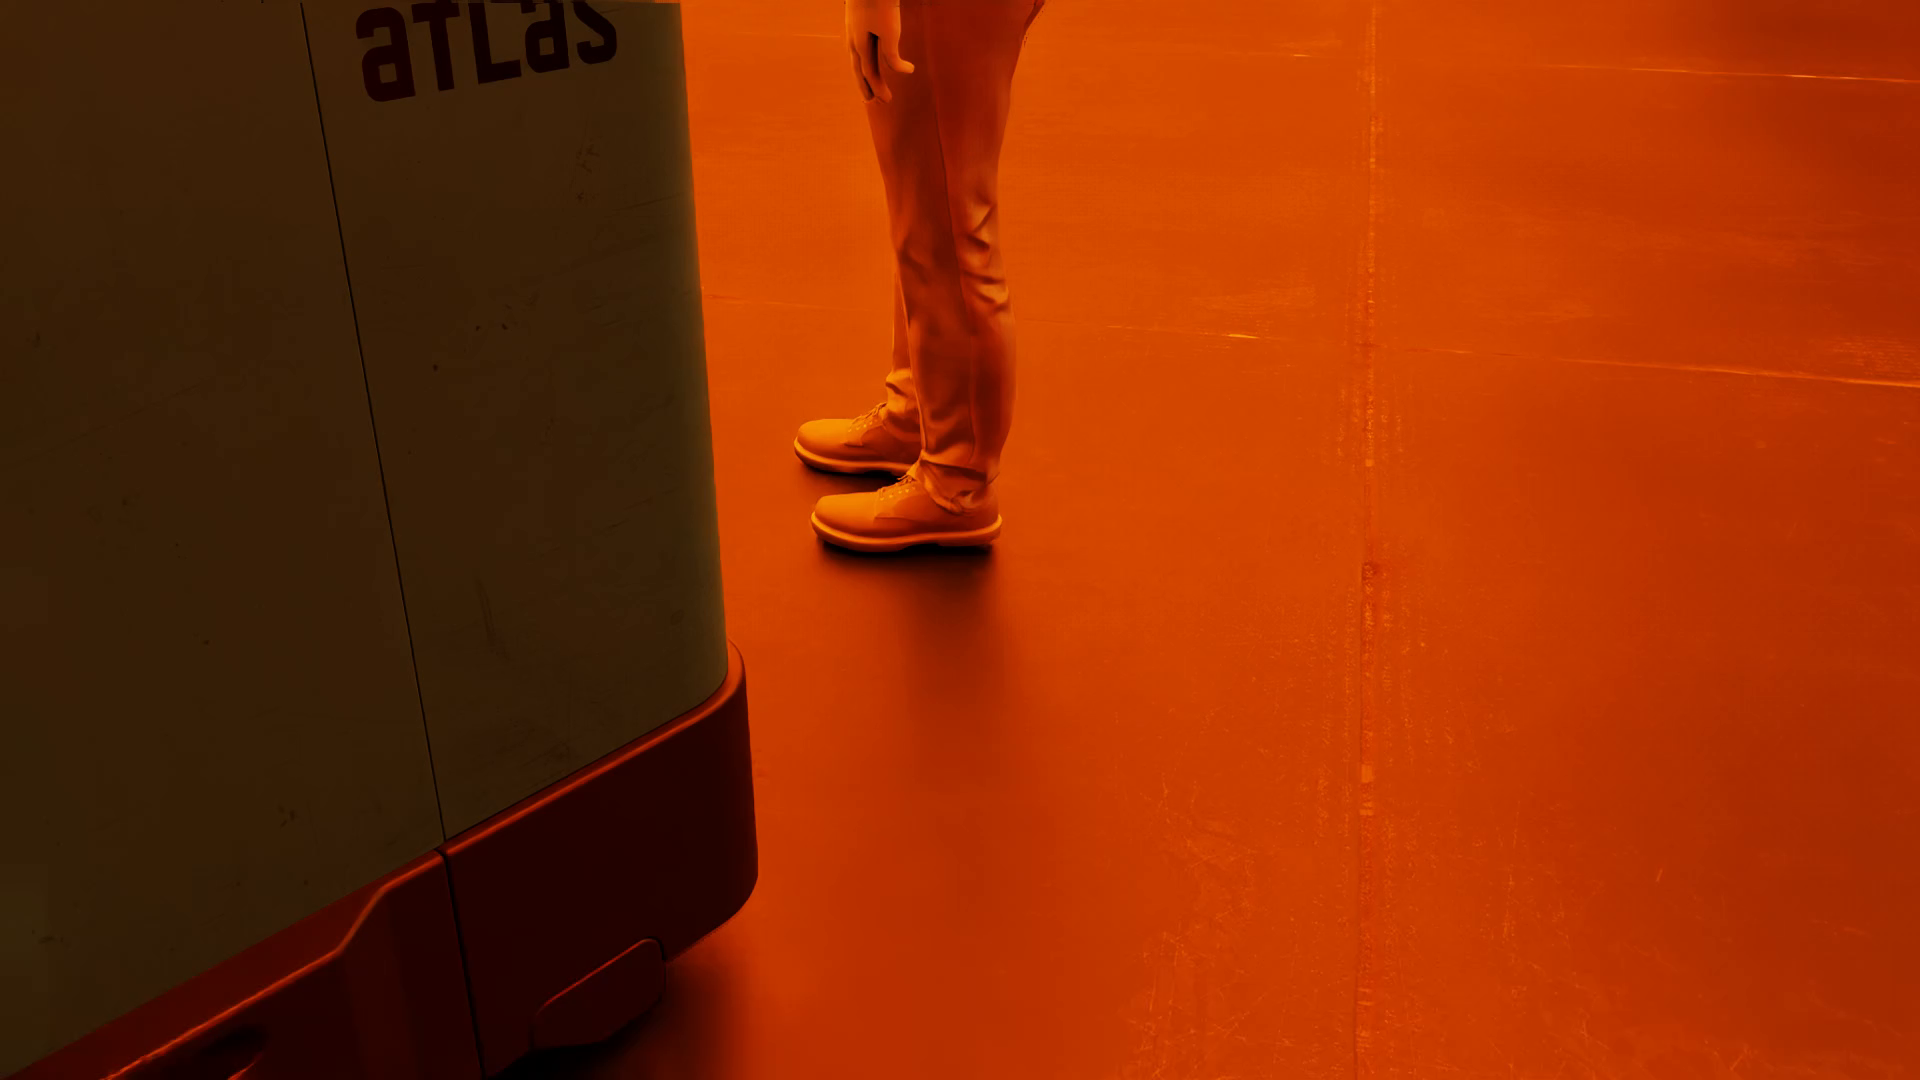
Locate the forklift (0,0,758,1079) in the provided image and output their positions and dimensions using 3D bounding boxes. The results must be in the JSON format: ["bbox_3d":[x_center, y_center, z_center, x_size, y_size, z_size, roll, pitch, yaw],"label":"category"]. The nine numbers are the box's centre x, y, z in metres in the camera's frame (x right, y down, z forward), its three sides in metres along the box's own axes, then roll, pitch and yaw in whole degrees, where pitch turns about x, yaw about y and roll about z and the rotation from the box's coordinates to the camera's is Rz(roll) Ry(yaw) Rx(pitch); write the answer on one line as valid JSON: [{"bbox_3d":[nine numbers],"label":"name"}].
[{"bbox_3d":[-1.546,-0.549,0.333,1.130,2.935,3.031,21,34,36],"label":"forklift"}]

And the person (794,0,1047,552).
[{"bbox_3d":[-0.071,-0.771,2.135,0.519,1.692,0.591,6,27,11],"label":"person"}]
